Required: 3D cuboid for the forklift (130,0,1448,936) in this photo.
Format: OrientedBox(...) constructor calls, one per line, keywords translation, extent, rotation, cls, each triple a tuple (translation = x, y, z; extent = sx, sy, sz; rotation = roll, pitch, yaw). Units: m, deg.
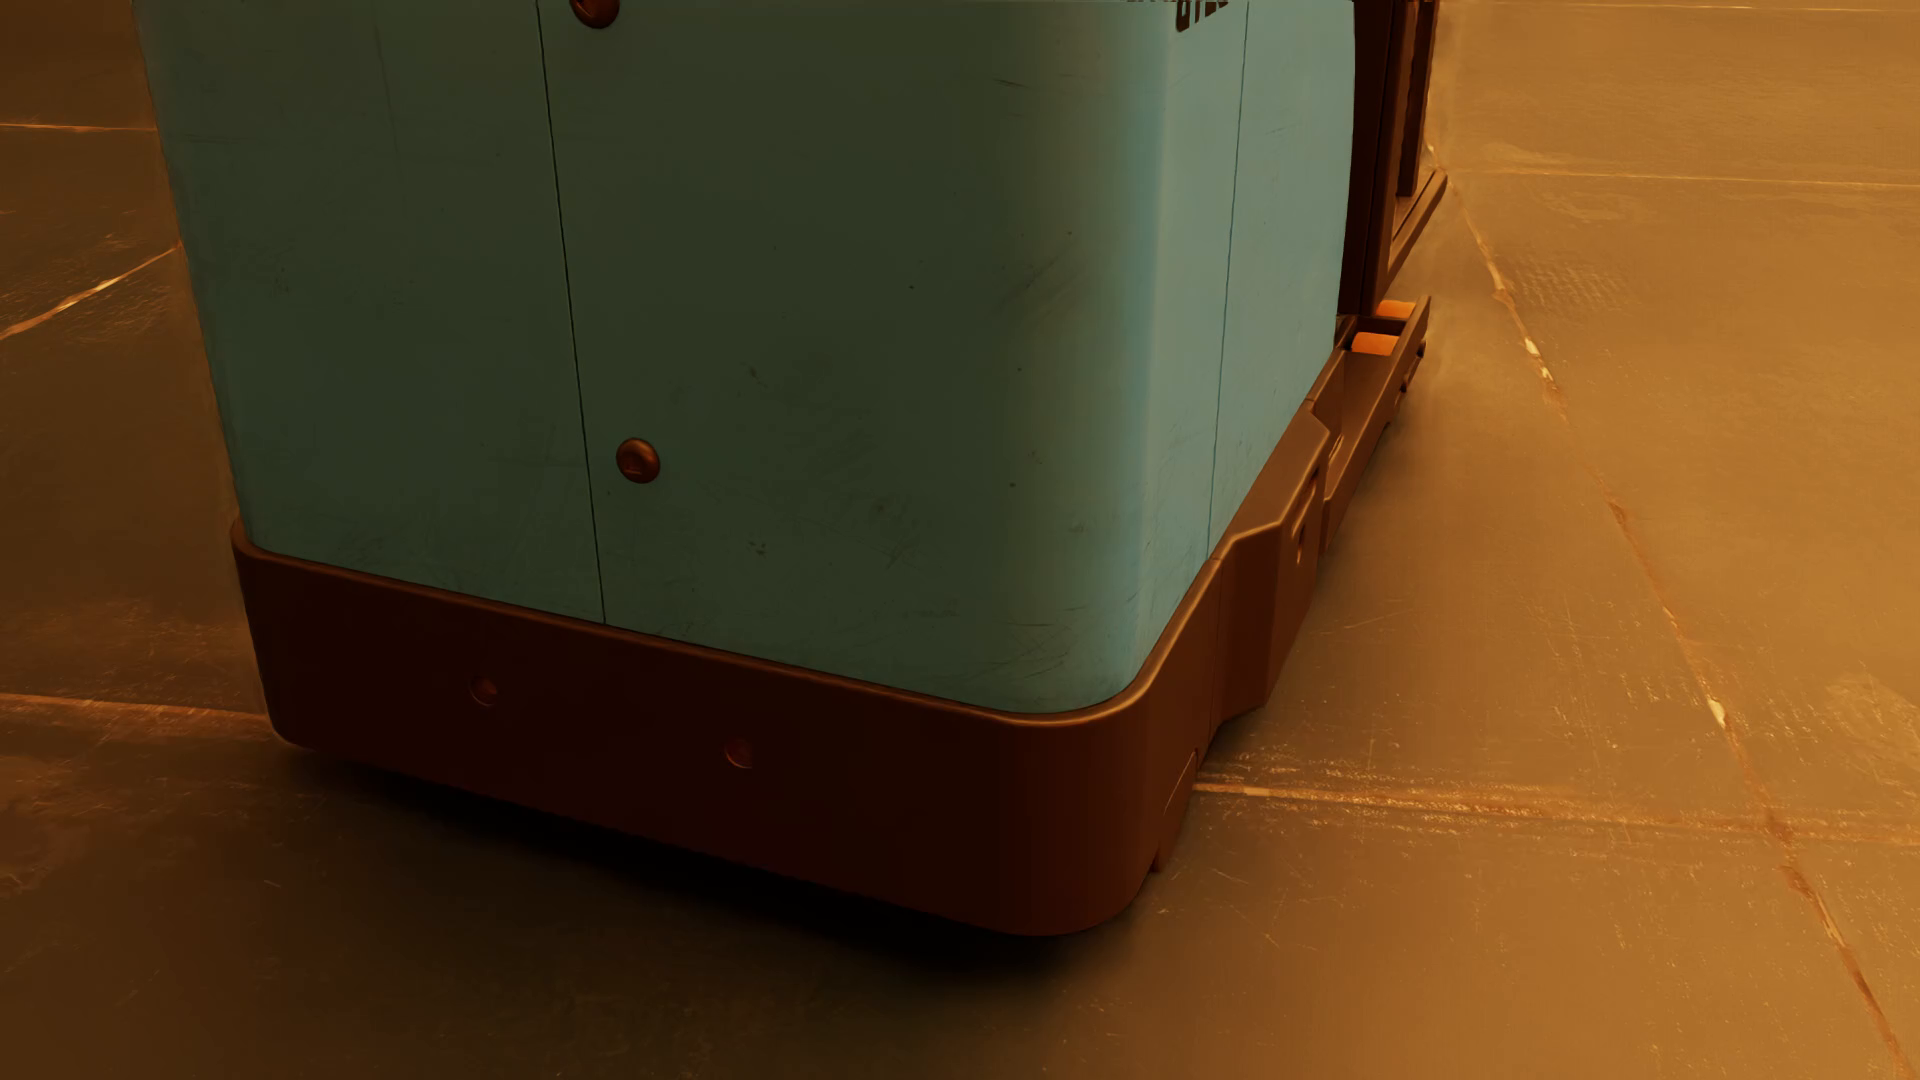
OrientedBox(translation=(0.219, -1.569, 2.362), extent=(1.130, 2.935, 3.031), rotation=(10, 28, 20), cls="forklift")
